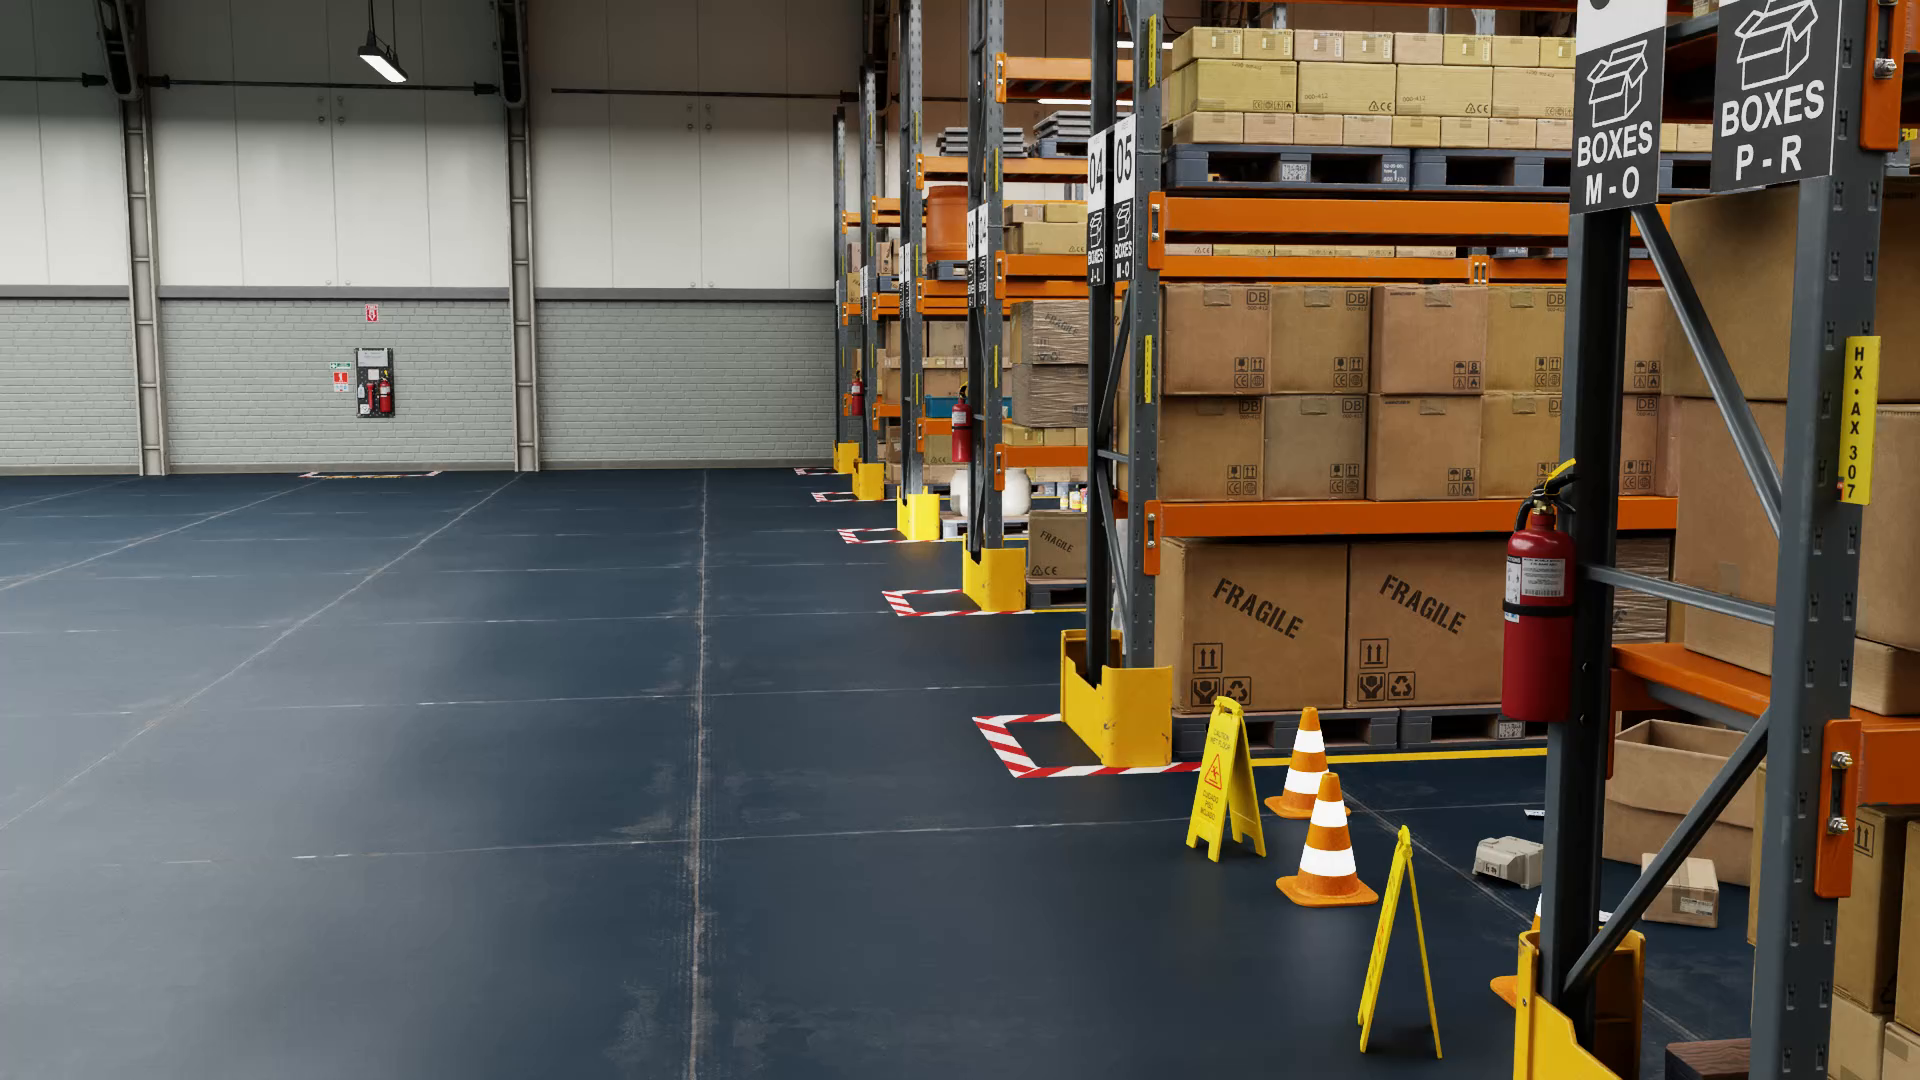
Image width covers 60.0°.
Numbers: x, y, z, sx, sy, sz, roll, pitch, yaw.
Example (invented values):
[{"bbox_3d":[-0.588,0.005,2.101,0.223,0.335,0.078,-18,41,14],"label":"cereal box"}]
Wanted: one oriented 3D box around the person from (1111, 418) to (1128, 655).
[{"bbox_3d":[1.192,-0.067,11.371,0.412,1.676,0.466,-1,7,-10],"label":"person"}]
